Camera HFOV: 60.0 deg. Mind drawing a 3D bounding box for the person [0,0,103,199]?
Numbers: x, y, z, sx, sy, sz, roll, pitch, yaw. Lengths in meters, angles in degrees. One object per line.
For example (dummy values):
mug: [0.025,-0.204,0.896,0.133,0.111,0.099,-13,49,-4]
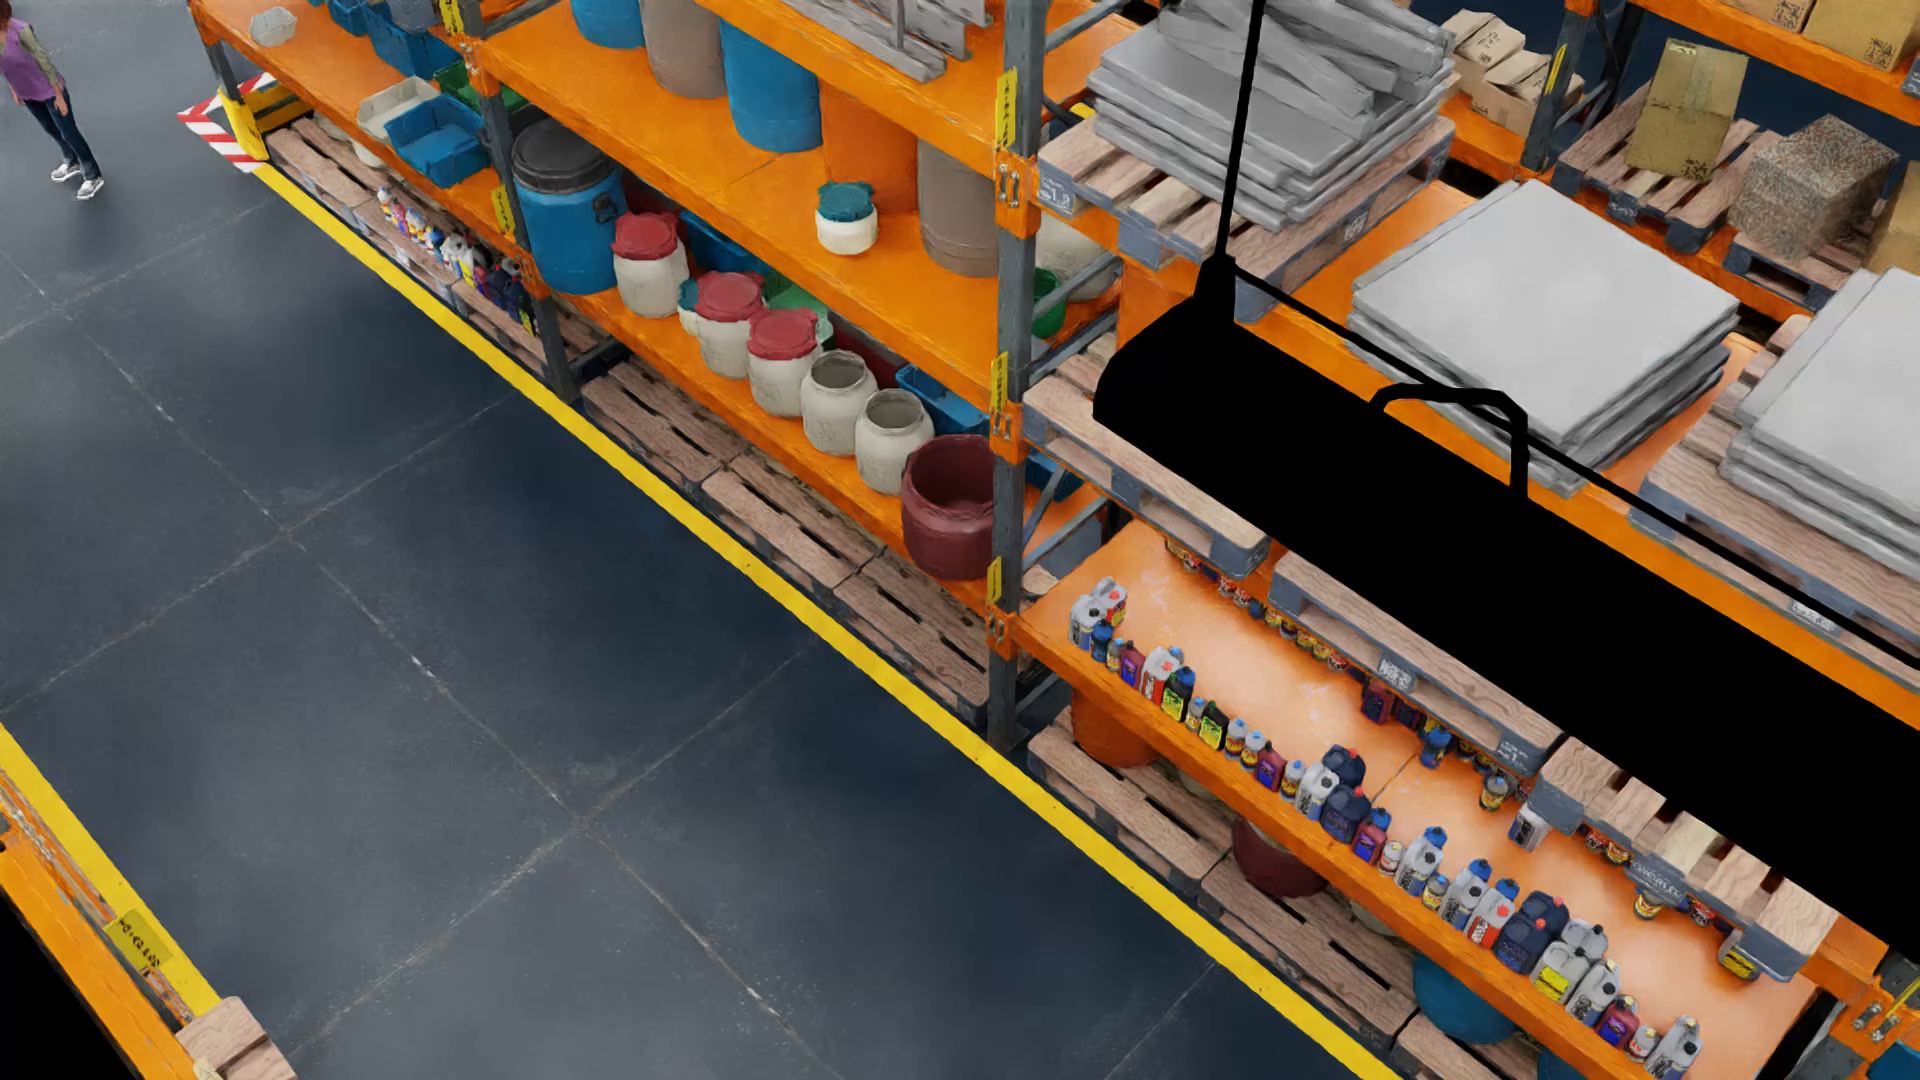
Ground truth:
person: [-6.679,-3.217,12.026,0.504,1.603,0.419,12,51,10]
